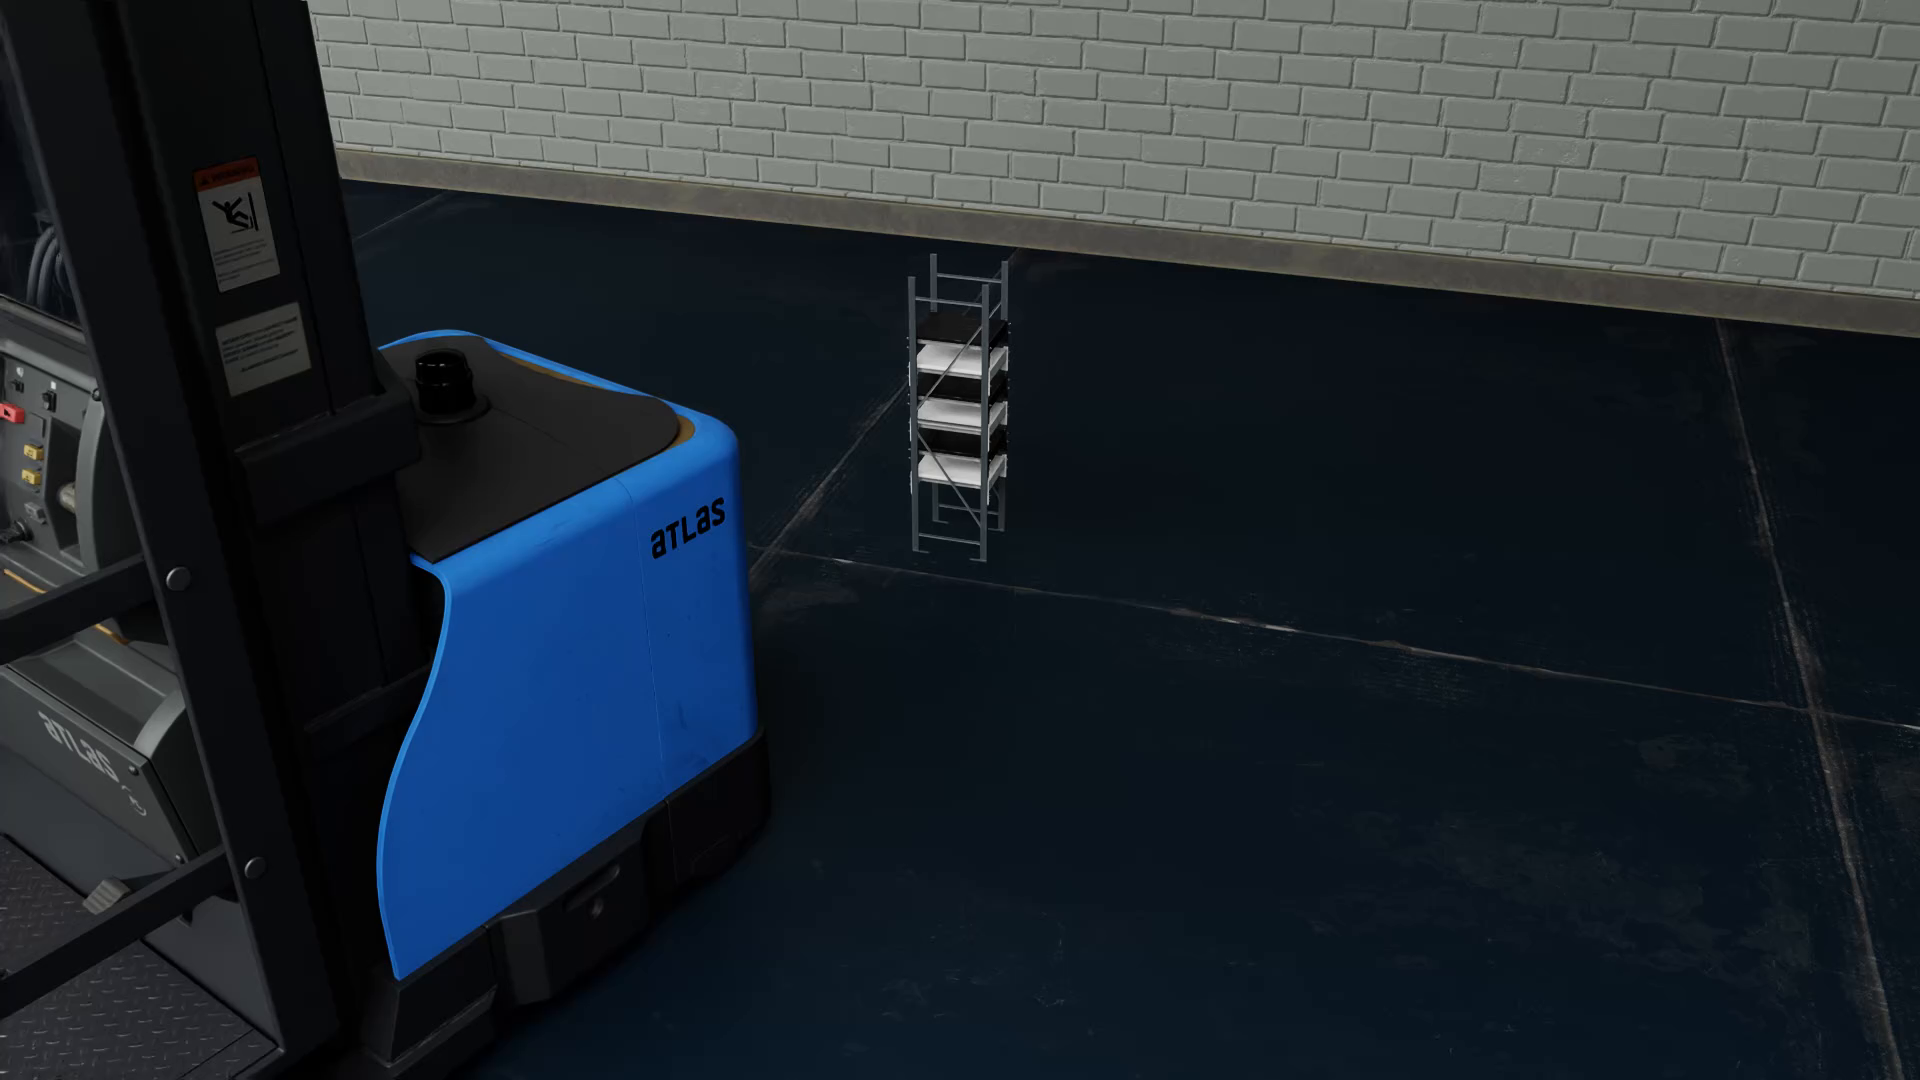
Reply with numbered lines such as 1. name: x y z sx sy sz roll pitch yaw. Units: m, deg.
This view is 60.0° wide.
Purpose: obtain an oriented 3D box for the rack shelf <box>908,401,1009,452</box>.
1. rack shelf: -0.002 -0.360 5.041 0.258 0.077 0.200 8 30 15

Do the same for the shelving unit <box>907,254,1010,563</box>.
1. shelving unit: -0.002 -0.389 5.024 0.258 0.900 0.210 8 30 15

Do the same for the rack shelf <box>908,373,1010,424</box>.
1. rack shelf: -0.002 -0.439 4.997 0.258 0.077 0.200 8 30 15

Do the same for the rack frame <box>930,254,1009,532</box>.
1. rack frame: 0.027 -0.437 5.109 0.240 0.900 0.006 8 30 15

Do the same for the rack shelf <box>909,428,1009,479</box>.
1. rack shelf: -0.002 -0.282 5.084 0.258 0.077 0.200 8 30 15

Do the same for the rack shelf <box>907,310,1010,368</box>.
1. rack shelf: -0.002 -0.596 4.909 0.258 0.077 0.200 8 30 15

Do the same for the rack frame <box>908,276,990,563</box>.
1. rack frame: -0.032 -0.342 4.940 0.240 0.900 0.006 8 30 15

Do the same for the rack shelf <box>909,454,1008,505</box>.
1. rack shelf: -0.002 -0.203 5.128 0.258 0.077 0.200 8 30 15

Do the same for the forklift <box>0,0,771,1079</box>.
1. forklift: -1.732 -0.152 2.508 1.130 2.935 3.031 20 35 31

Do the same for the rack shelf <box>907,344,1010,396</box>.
1. rack shelf: -0.002 -0.518 4.953 0.258 0.077 0.200 8 30 15
